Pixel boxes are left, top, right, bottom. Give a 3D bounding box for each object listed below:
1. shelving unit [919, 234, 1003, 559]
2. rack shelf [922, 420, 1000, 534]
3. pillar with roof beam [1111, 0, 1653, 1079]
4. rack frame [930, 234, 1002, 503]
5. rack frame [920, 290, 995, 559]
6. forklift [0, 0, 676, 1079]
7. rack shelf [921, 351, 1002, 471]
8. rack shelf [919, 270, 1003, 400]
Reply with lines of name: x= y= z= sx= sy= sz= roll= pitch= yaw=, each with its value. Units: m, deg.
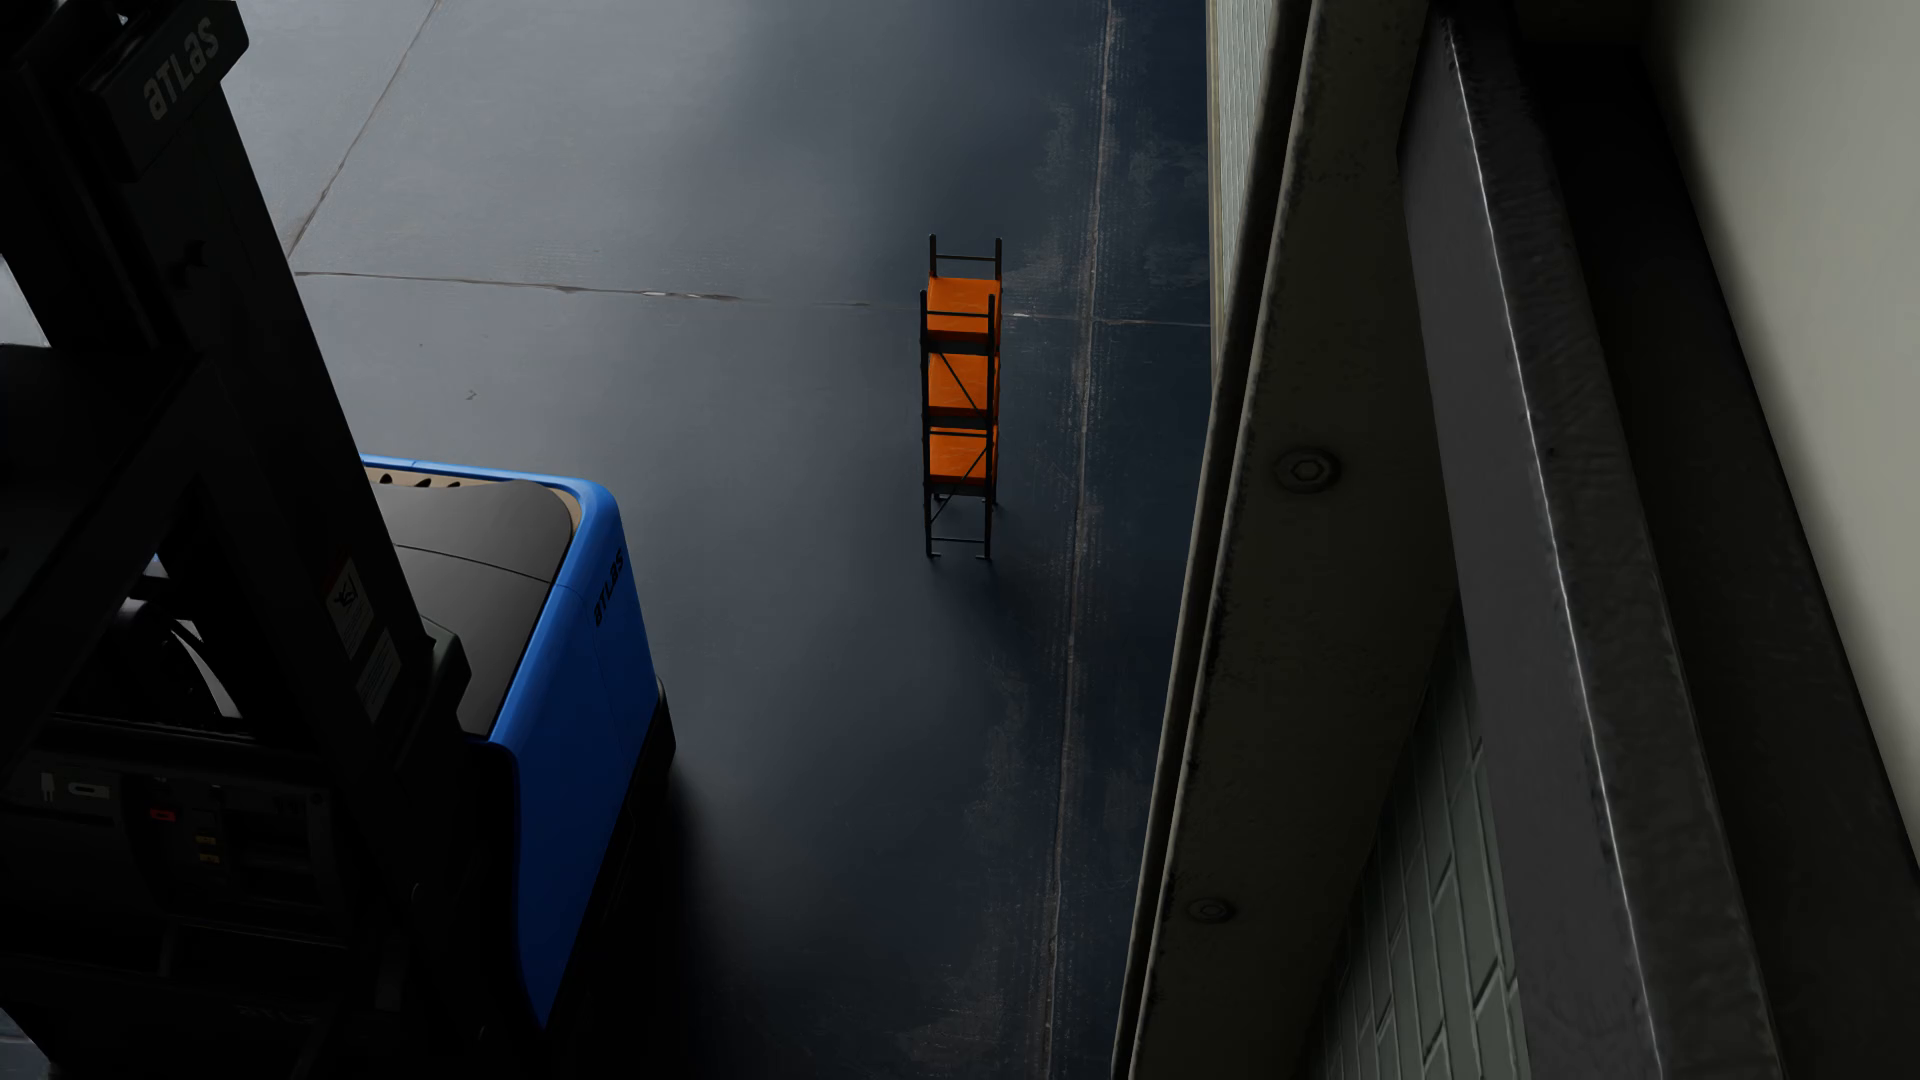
shelving unit: x=0.005 y=-0.394 z=4.899 sx=0.215 sy=1.050 sz=0.252 roll=4 pitch=48 yaw=4
rack shelf: x=0.005 y=-0.199 z=5.111 sx=0.215 sy=0.259 sz=0.240 roll=4 pitch=48 yaw=4
pillar with roof beam: x=-3.779 y=-1.896 z=0.885 sx=9.100 sy=9.000 sz=0.400 roll=4 pitch=48 yaw=4
rack frame: x=0.016 y=-0.483 z=4.981 sx=0.200 sy=1.050 sz=0.008 roll=4 pitch=48 yaw=4
rack frame: x=-0.006 y=-0.304 z=4.817 sx=0.200 sy=1.050 sz=0.008 roll=4 pitch=48 yaw=4
forklift: x=-1.526 y=0.619 z=2.698 sx=1.130 sy=2.935 sz=3.031 roll=7 pitch=48 yaw=6
rack shelf: x=0.005 y=-0.387 z=4.906 sx=0.215 sy=0.259 sz=0.240 roll=4 pitch=48 yaw=4
rack shelf: x=0.005 y=-0.578 z=4.697 sx=0.215 sy=0.259 sz=0.240 roll=4 pitch=48 yaw=4
